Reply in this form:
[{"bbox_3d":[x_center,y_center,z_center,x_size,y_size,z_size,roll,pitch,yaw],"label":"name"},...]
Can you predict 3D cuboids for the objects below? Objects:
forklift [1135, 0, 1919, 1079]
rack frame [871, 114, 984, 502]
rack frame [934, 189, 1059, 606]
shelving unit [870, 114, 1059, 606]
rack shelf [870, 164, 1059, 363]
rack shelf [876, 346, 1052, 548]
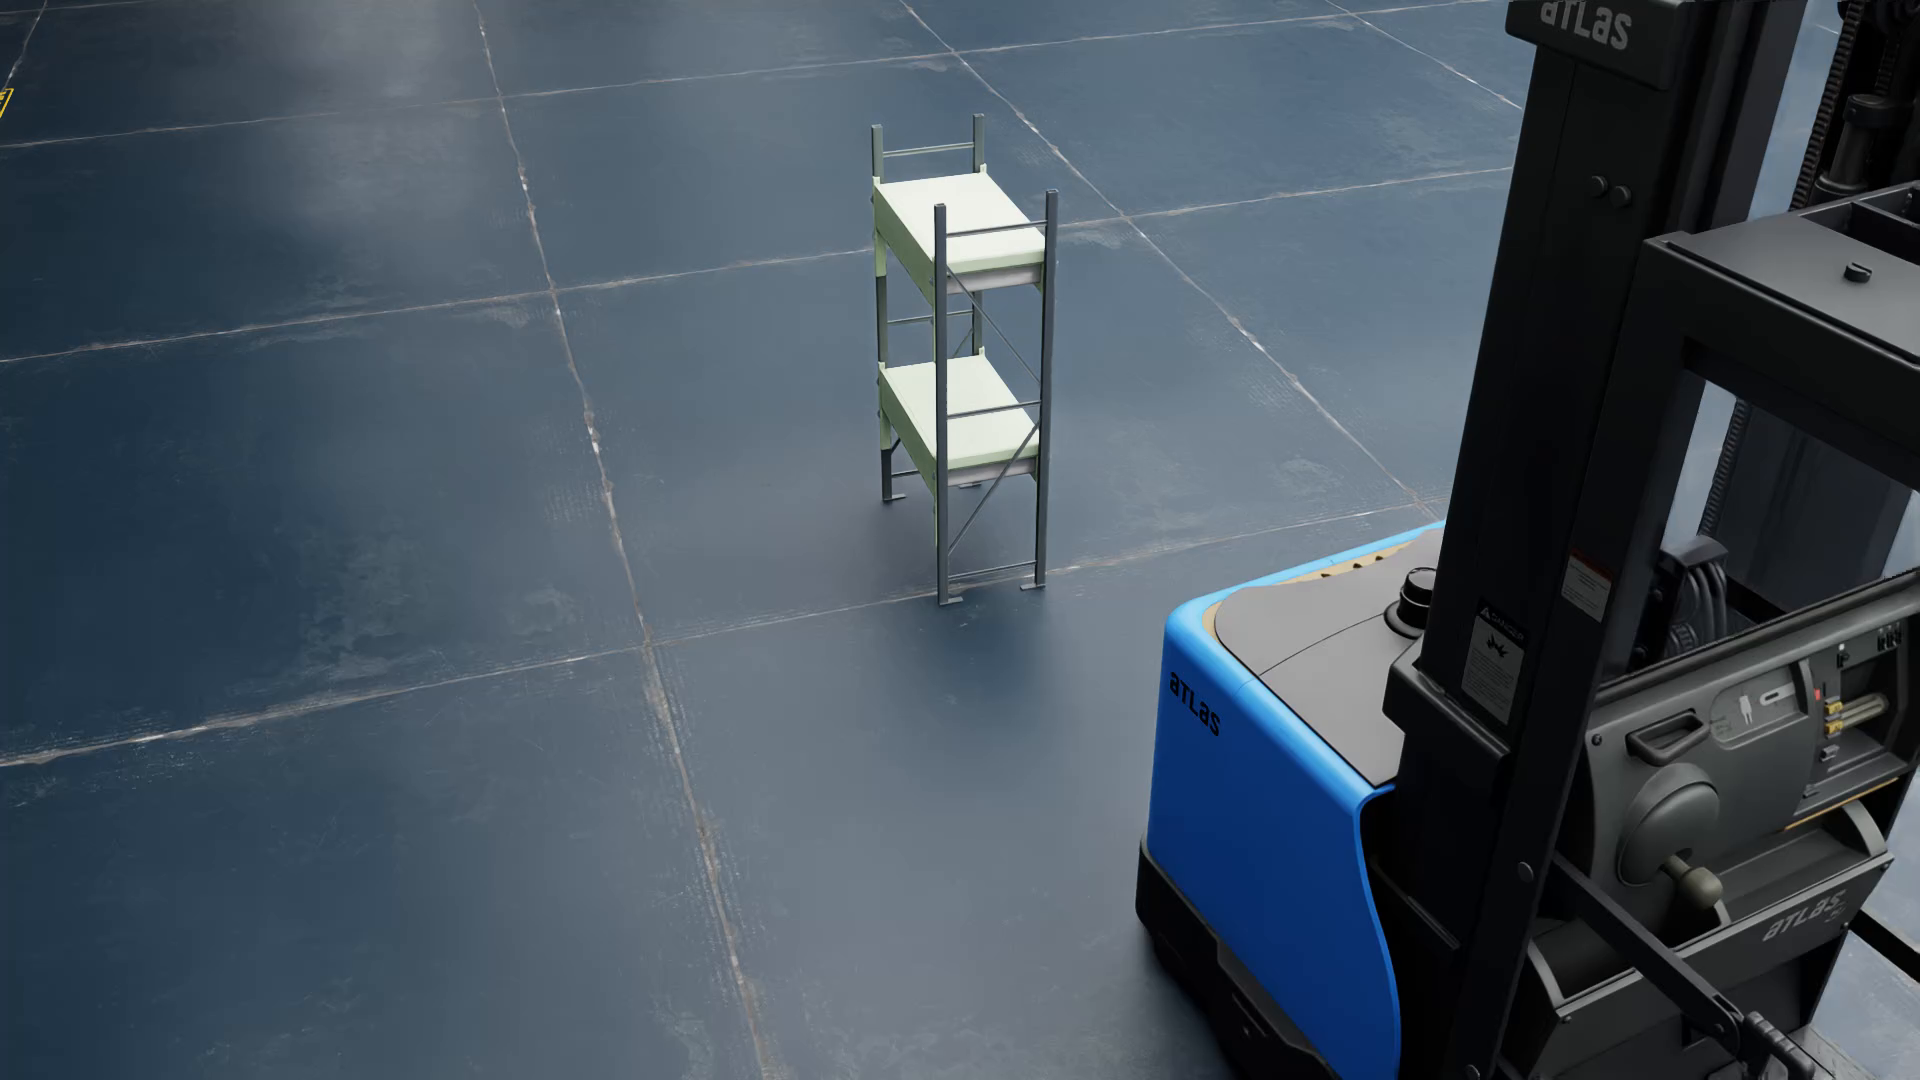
[{"bbox_3d":[1.602,0.439,2.927,1.130,2.935,3.031,-16,37,-22],"label":"forklift"},{"bbox_3d":[-0.110,-0.814,6.122,0.400,1.500,0.023,-10,35,-15],"label":"rack frame"},{"bbox_3d":[0.114,-0.430,5.540,0.400,1.500,0.023,-10,35,-15],"label":"rack frame"},{"bbox_3d":[0.002,-0.622,5.831,0.431,1.500,0.755,-10,35,-15],"label":"shelving unit"},{"bbox_3d":[0.002,-0.948,5.616,0.431,0.370,0.720,-10,35,-15],"label":"rack shelf"},{"bbox_3d":[0.002,-0.350,6.011,0.431,0.370,0.720,-10,35,-15],"label":"rack shelf"}]
